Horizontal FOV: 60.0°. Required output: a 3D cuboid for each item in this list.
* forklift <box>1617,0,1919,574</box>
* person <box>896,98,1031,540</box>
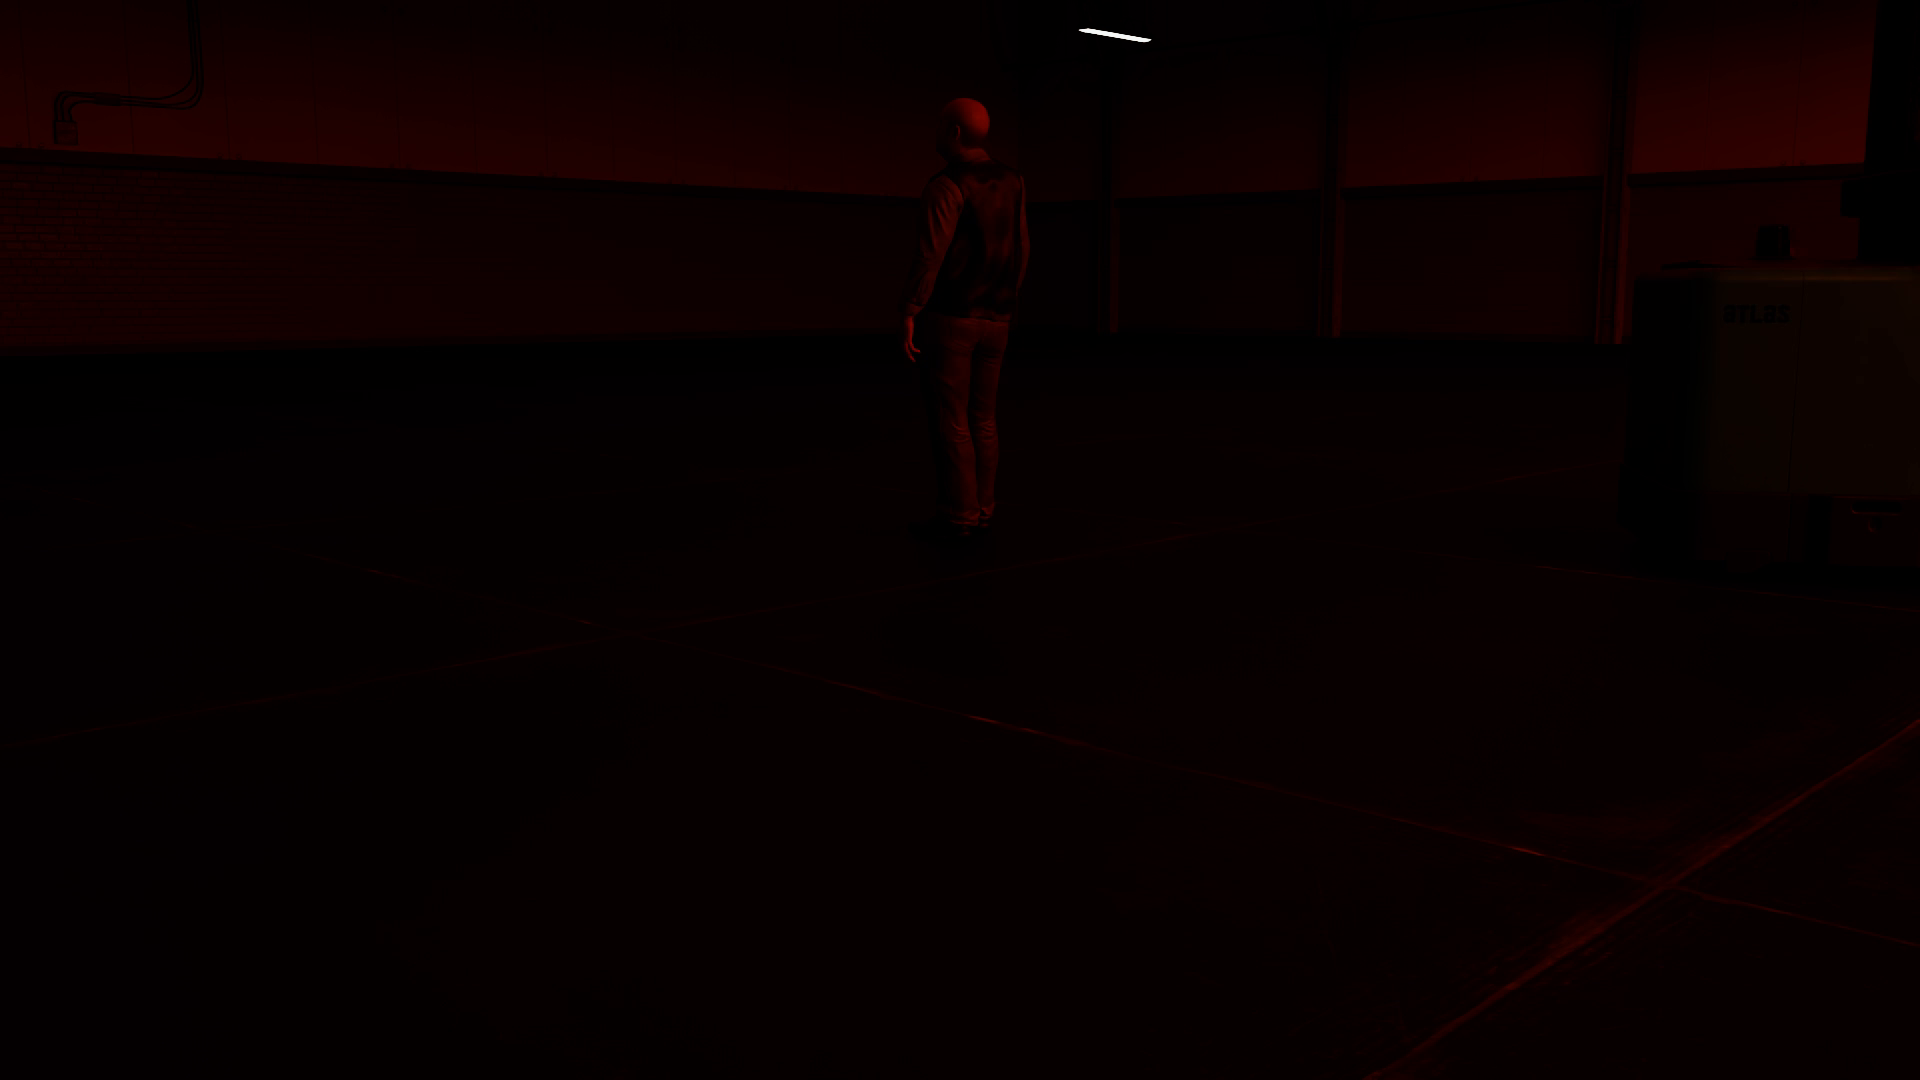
[{"bbox_3d":[4.052,-1.343,5.793,3.031,2.935,1.130,2,9,11],"label":"forklift"},{"bbox_3d":[-0.039,-0.866,6.636,0.568,1.720,0.632,8,12,43],"label":"person"}]
